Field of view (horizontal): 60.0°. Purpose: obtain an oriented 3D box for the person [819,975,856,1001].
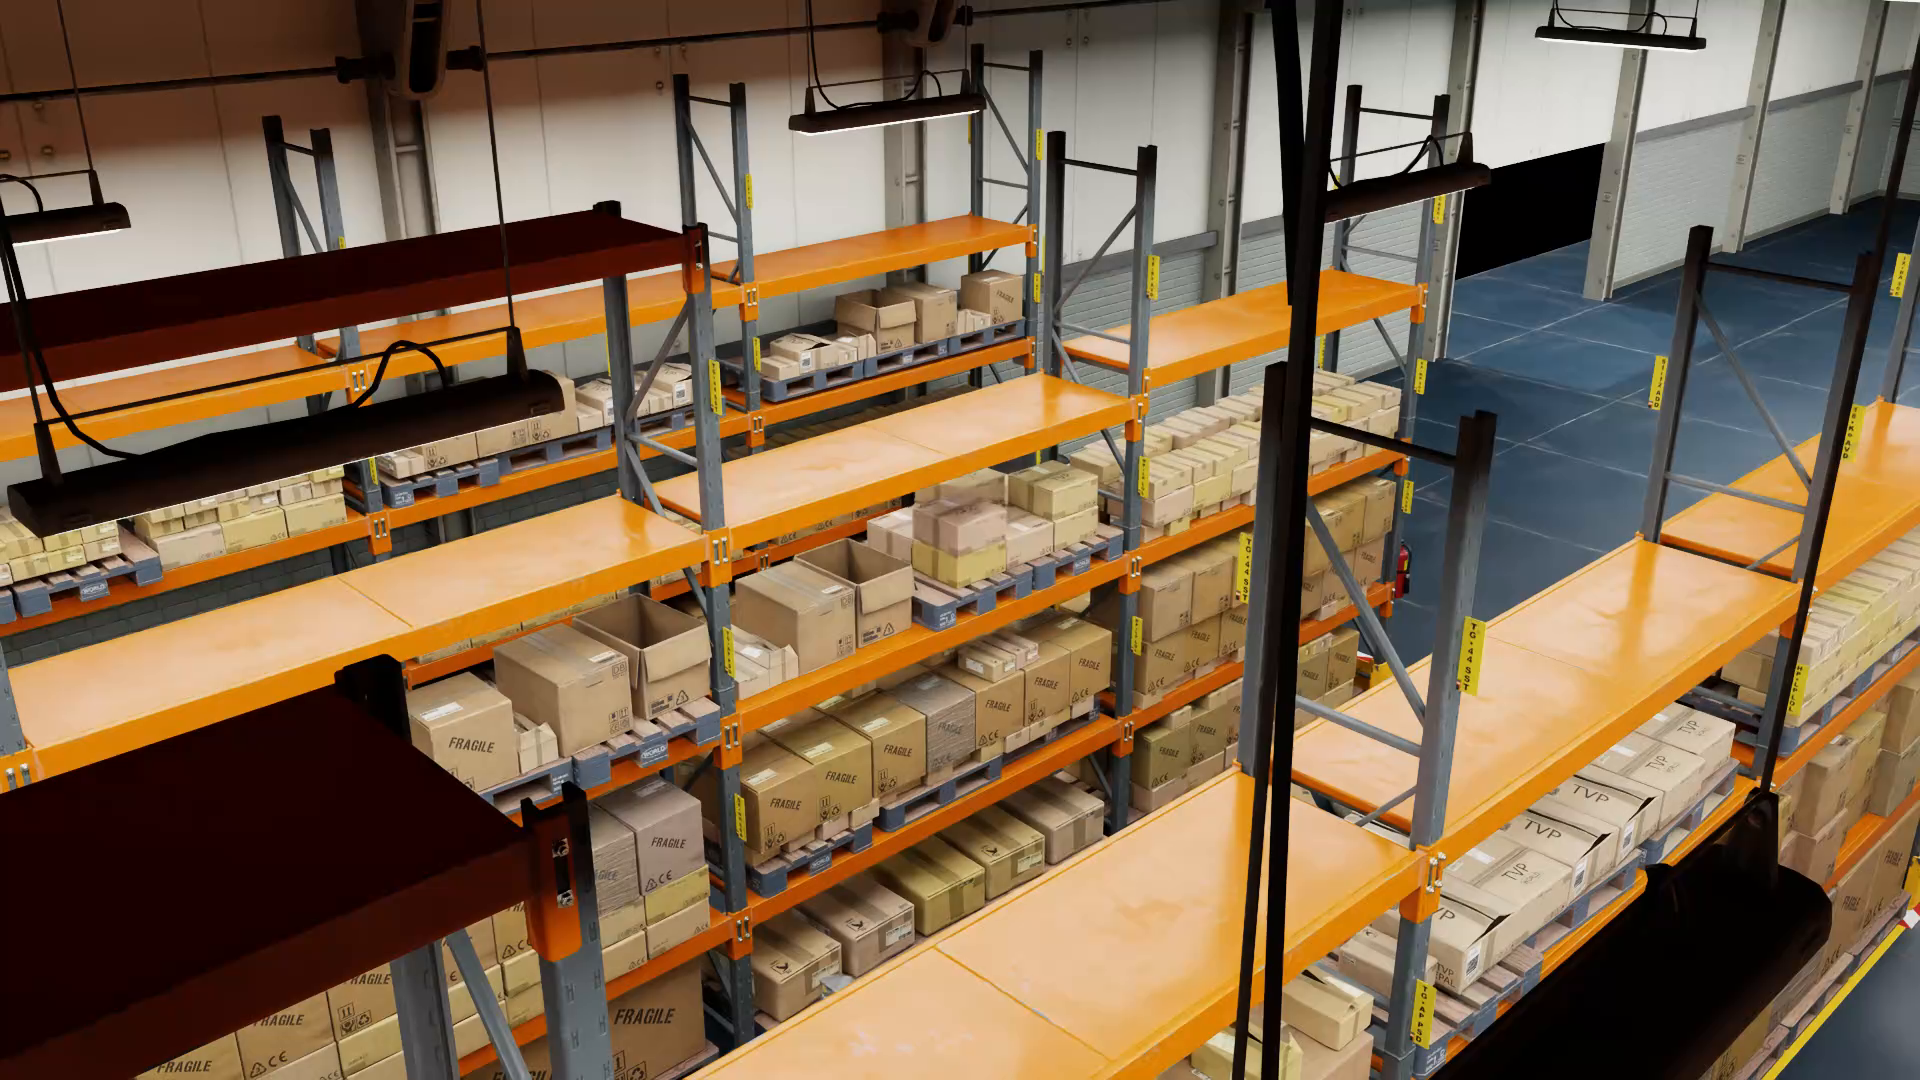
[{"bbox_3d":[-0.729,3.448,10.335,0.510,1.709,0.432,20,30,39],"label":"person"}]
